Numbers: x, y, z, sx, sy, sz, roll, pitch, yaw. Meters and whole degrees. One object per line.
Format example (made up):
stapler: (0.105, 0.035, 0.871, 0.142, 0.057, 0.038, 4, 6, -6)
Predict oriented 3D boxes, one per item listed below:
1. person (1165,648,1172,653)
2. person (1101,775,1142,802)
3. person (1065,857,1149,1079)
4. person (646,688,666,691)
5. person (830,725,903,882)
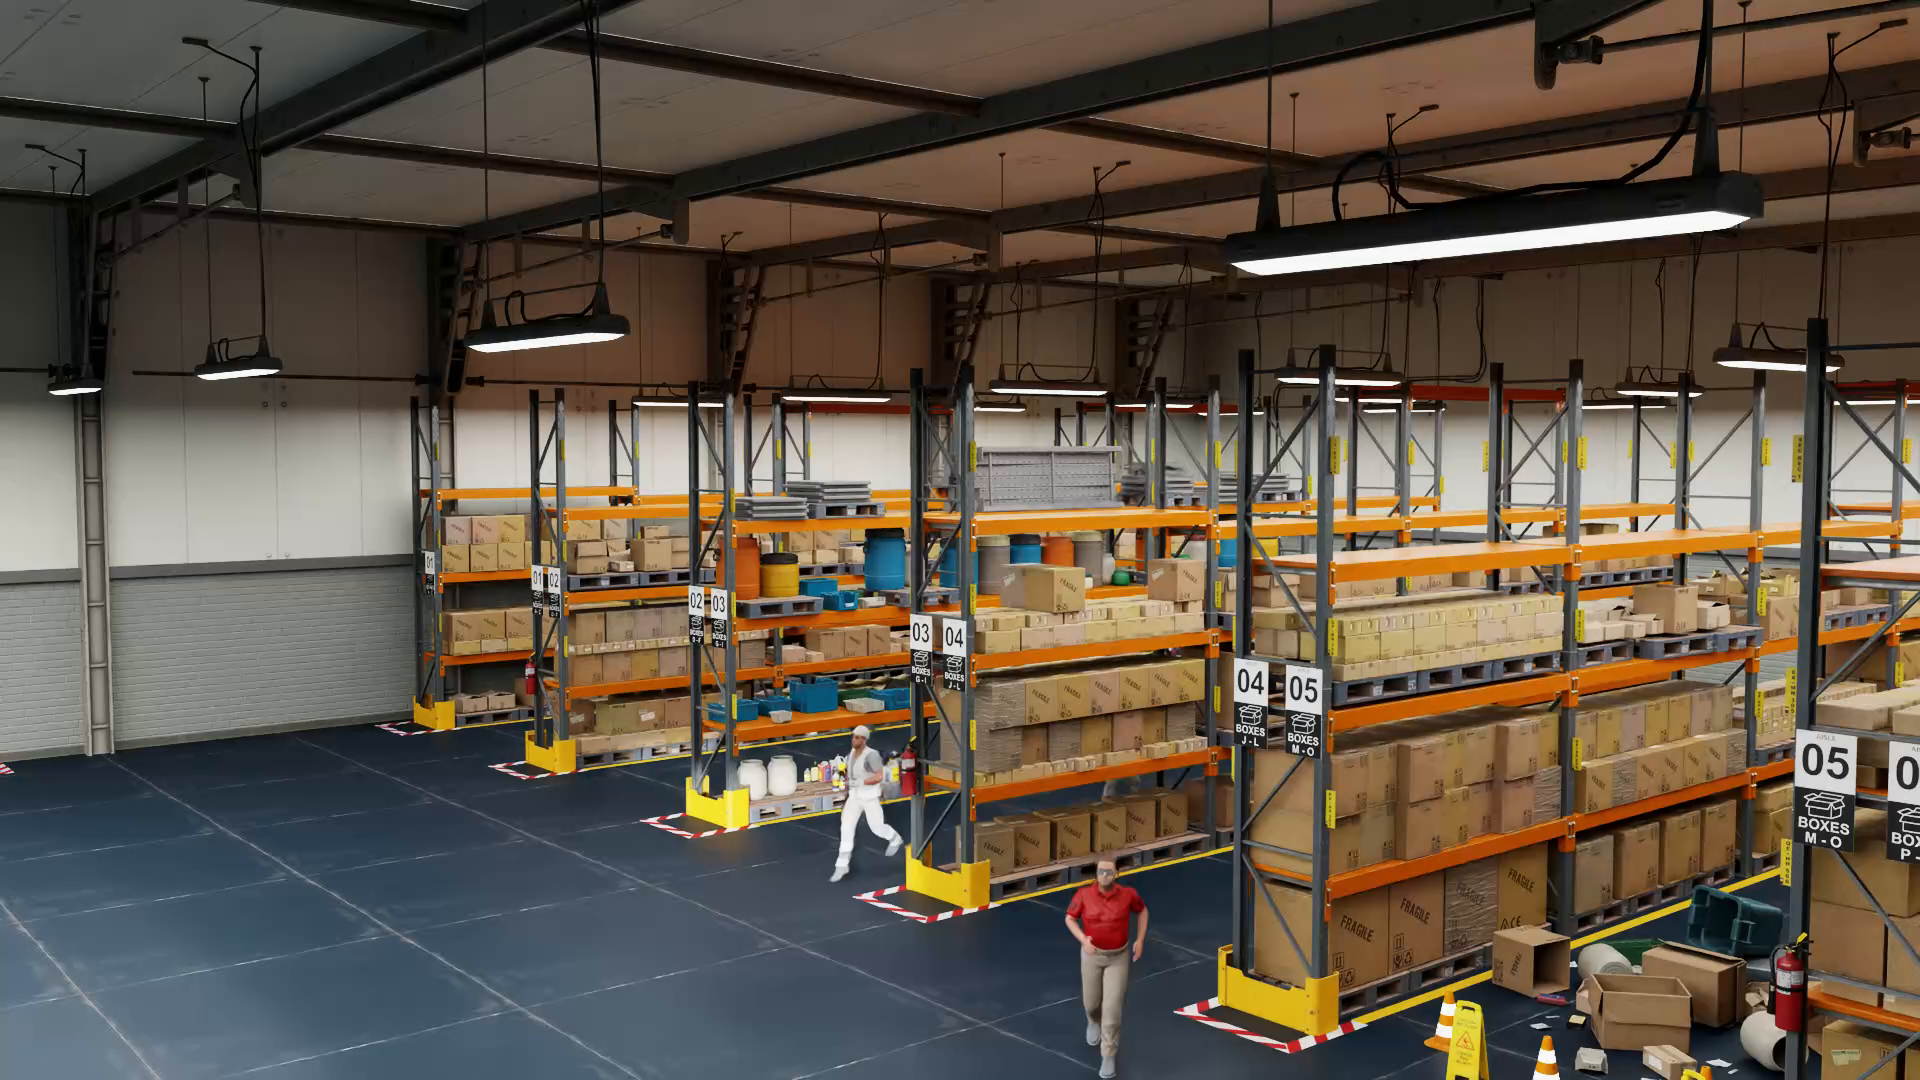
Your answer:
person: (3.725, 2.228, 31.467, 0.893, 1.651, 0.607, -3, 5, -43)
person: (2.248, 2.904, 23.436, 1.024, 1.787, 0.686, -3, 5, -44)
person: (1.221, 3.492, 13.864, 0.688, 1.742, 0.843, 0, 3, 8)
person: (-5.290, 2.582, 29.247, 0.711, 1.735, 0.636, 3, 5, 45)
person: (-1.100, 3.108, 19.873, 0.613, 1.810, 1.141, 3, 4, 39)
